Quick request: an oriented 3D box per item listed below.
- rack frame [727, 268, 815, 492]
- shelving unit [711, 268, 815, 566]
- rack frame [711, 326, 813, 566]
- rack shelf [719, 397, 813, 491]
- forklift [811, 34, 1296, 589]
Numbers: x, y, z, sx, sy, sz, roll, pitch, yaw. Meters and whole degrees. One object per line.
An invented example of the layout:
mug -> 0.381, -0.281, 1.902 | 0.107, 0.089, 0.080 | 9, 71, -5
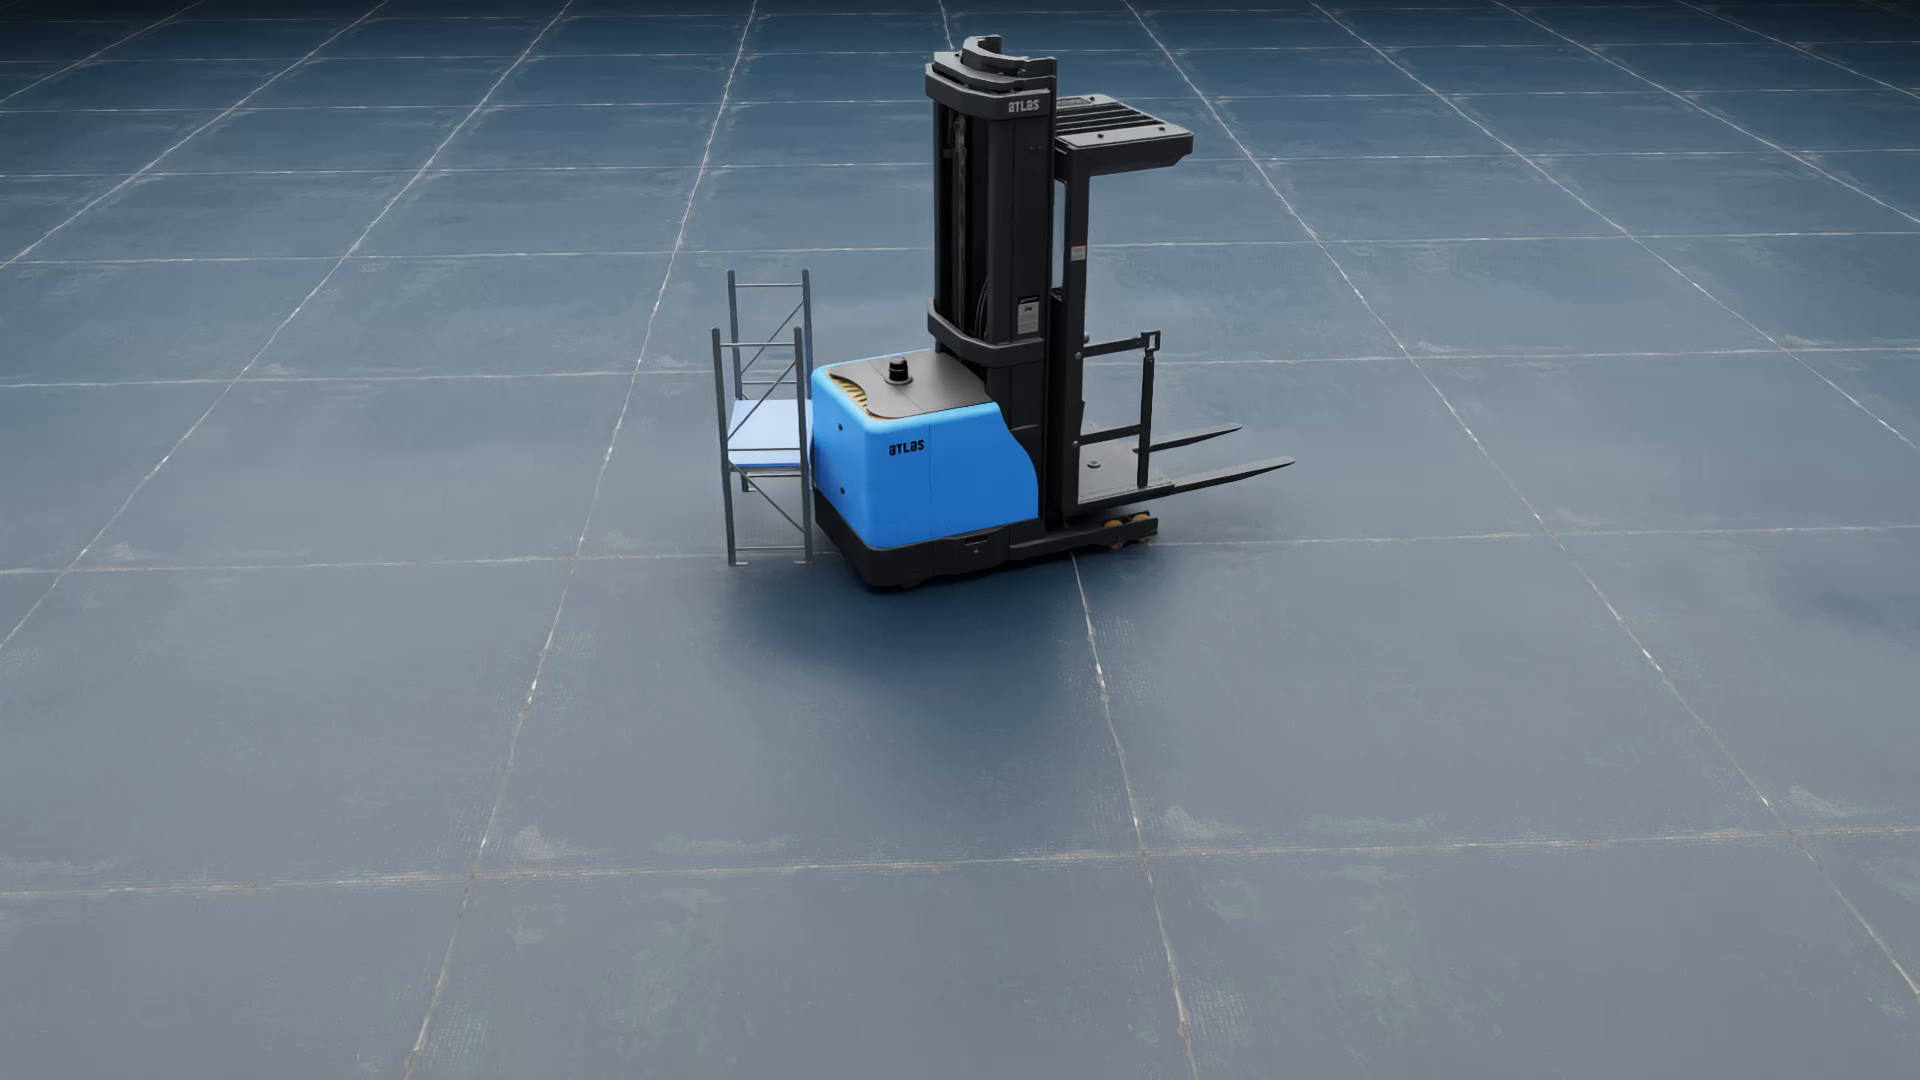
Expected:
rack frame -> -1.175, -0.991, 10.528 | 0.500, 1.500, 0.032 | -1, 28, -2
shelving unit -> -1.155, -0.756, 10.077 | 0.538, 1.500, 1.048 | -1, 28, -2
rack frame -> -1.135, -0.521, 9.627 | 0.500, 1.500, 0.032 | -1, 28, -2
rack shelf -> -1.155, -0.597, 10.161 | 0.538, 0.185, 1.000 | -1, 28, -2
forklift -> 0.658, -1.462, 9.883 | 3.031, 2.935, 1.130 | -12, 30, -22
